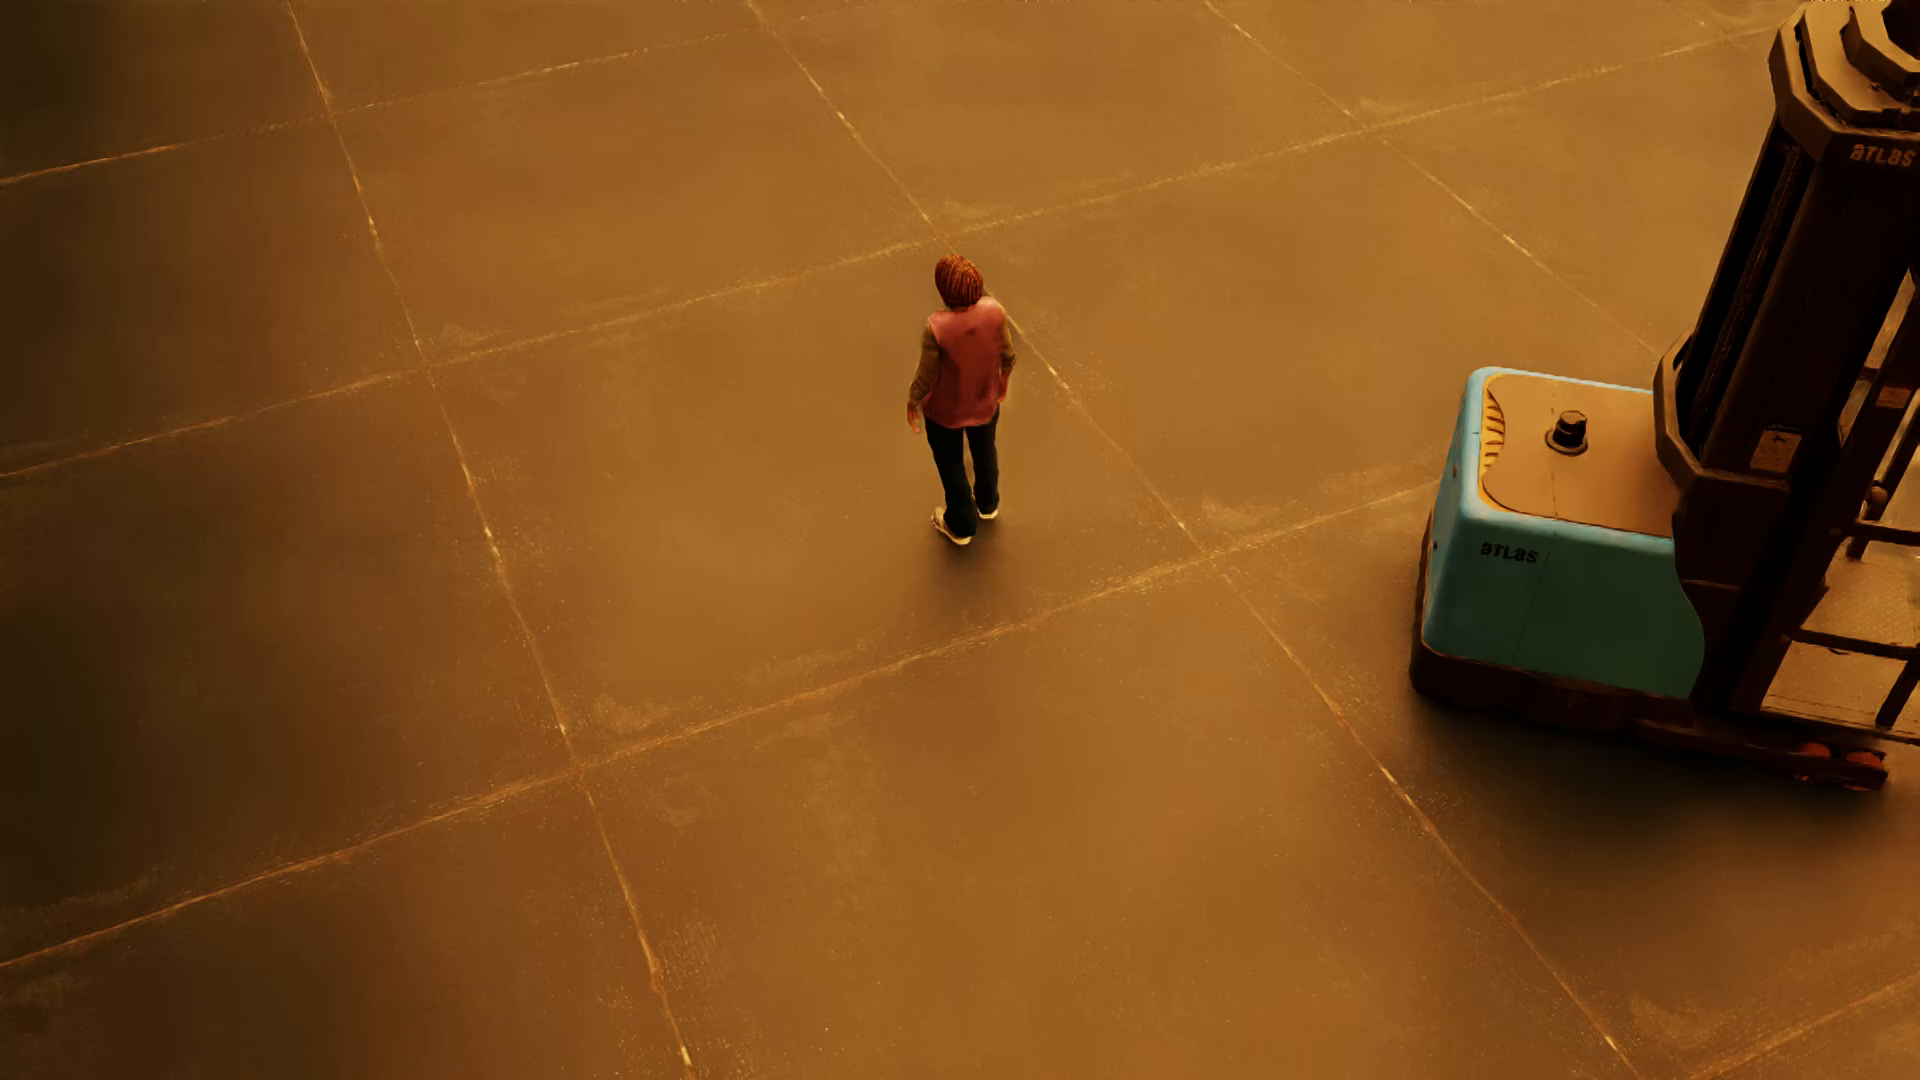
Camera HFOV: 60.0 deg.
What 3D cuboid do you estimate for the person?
[{"bbox_3d":[-0.019,-0.639,7.332,0.520,1.597,0.474,-18,46,-18],"label":"person"}]

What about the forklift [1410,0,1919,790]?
[{"bbox_3d":[3.497,-0.461,6.174,3.031,2.935,1.130,10,44,11],"label":"forklift"}]
